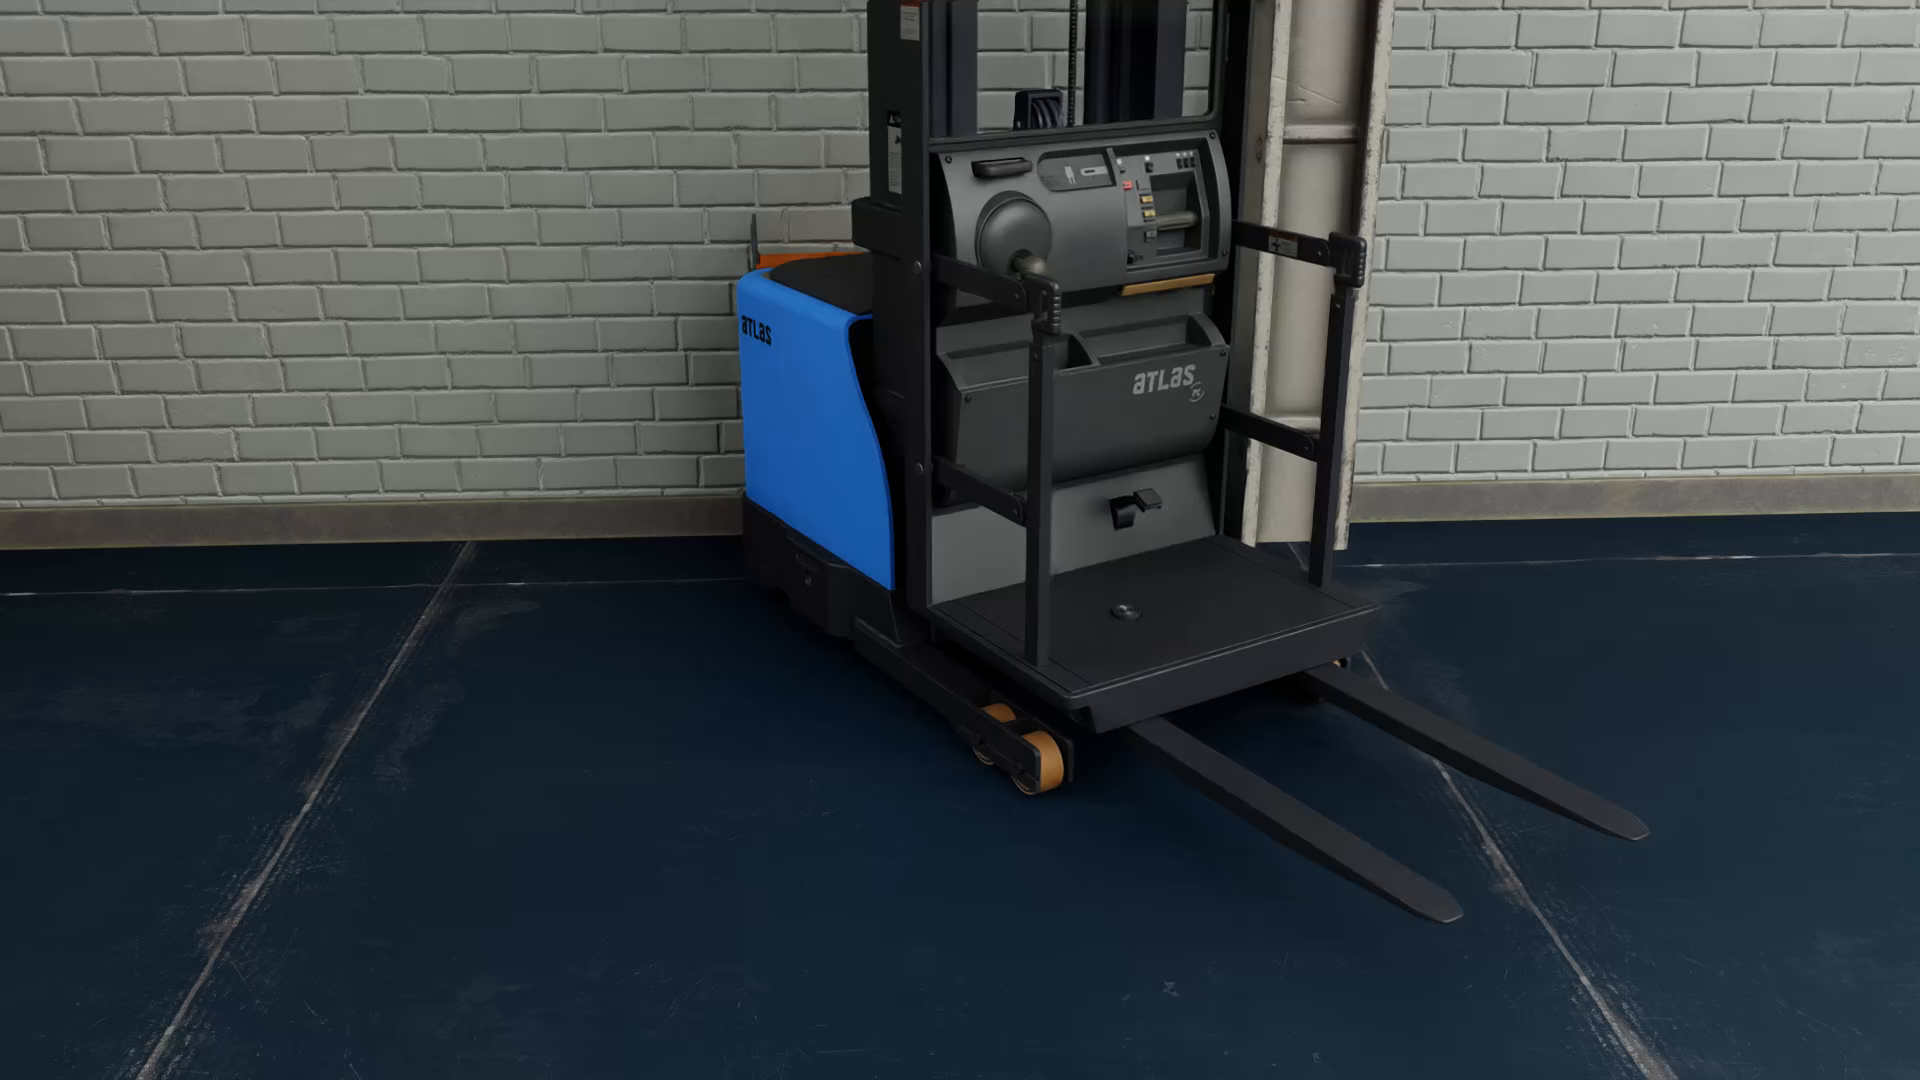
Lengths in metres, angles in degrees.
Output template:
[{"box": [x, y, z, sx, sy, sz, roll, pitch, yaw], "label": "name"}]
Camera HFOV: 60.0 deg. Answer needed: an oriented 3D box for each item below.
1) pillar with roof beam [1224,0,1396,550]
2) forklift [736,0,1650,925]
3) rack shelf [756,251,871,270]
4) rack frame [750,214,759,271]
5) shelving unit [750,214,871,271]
[{"box": [1.445, -2.693, 0.548, 0.400, 9.000, 9.100, -1, 21, -3], "label": "pillar with roof beam"}, {"box": [0.471, -0.891, 4.343, 1.130, 2.935, 3.031, -13, 24, -30], "label": "forklift"}, {"box": [-0.455, -0.907, 5.728, 0.480, 0.148, 0.258, -3, 19, -5], "label": "rack shelf"}, {"box": [-0.690, -0.523, 5.836, 0.015, 1.200, 0.240, -3, 19, -5], "label": "rack frame"}, {"box": [-0.447, -0.536, 5.857, 0.503, 1.200, 0.258, -3, 19, -5], "label": "shelving unit"}]
